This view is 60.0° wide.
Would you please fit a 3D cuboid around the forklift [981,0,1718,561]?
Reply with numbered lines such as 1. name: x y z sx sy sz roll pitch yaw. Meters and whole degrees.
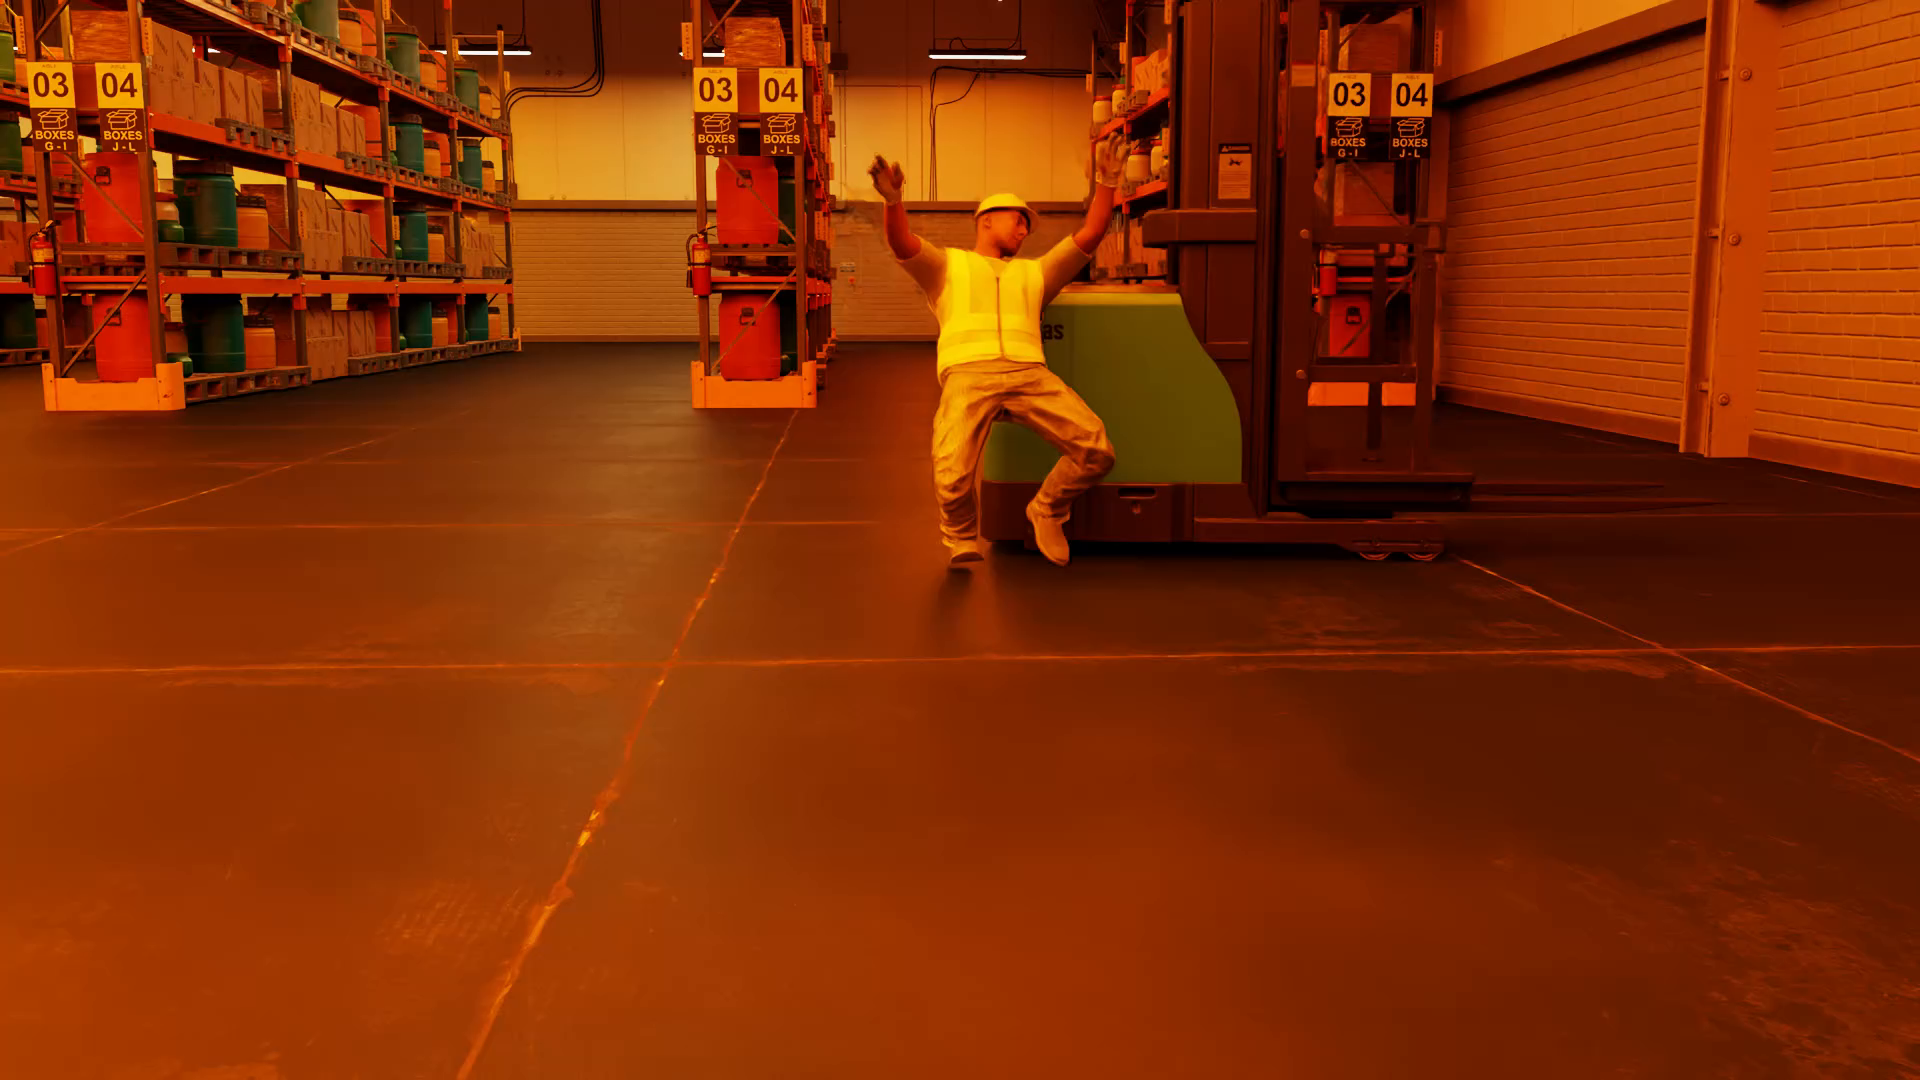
1. forklift: 1.621 -1.444 7.055 3.031 2.935 1.130 0 8 3

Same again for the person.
1. person: 0.099 -0.717 6.408 1.032 1.667 0.732 -2 9 -15
